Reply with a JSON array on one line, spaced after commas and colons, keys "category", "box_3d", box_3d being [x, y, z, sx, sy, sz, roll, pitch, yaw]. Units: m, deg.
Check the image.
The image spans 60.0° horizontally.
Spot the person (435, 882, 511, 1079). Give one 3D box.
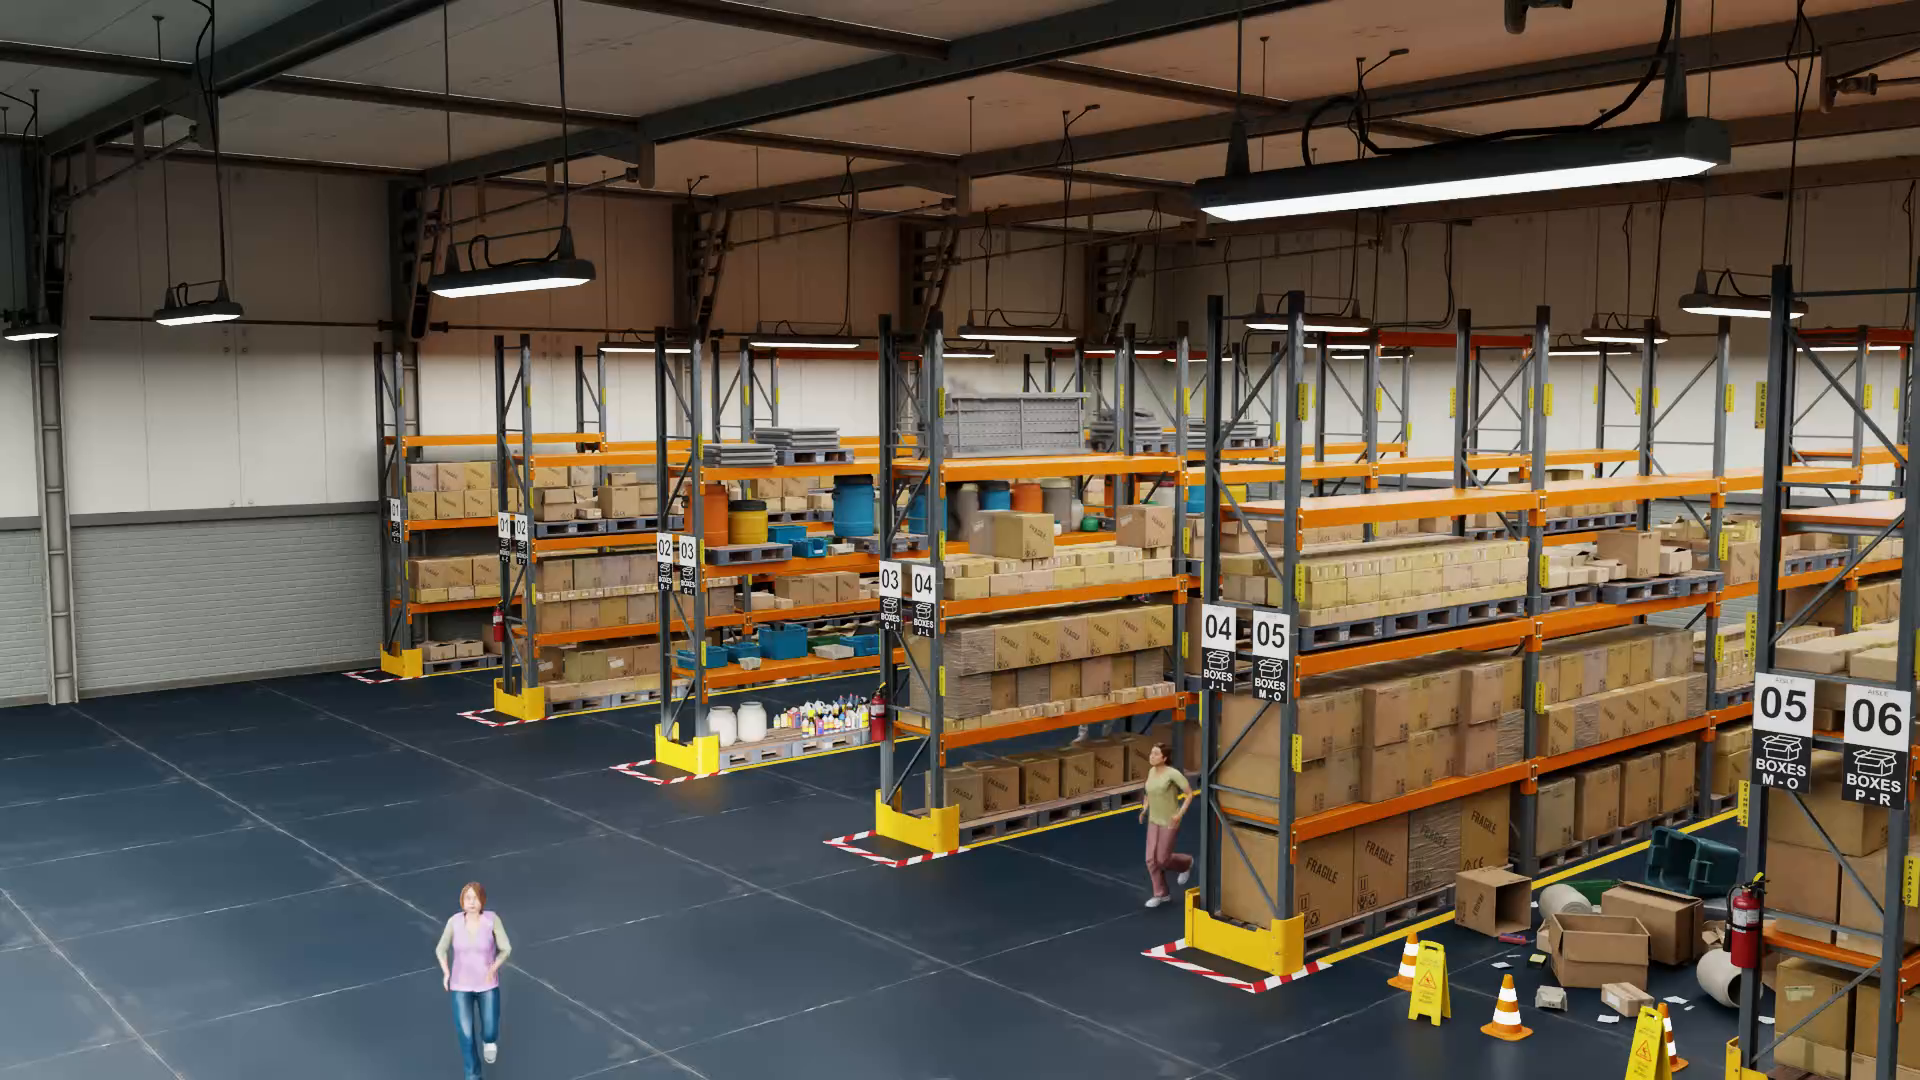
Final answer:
[{"category": "person", "box_3d": [-3.583, 3.286, 12.255, 0.540, 1.534, 0.637, -1, 5, -13]}]

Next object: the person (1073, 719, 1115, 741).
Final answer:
[{"category": "person", "box_3d": [1.817, 1.914, 23.023, 0.728, 1.764, 0.663, -5, 7, -43]}]

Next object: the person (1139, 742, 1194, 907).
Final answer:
[{"category": "person", "box_3d": [2.119, 2.837, 16.729, 0.626, 1.652, 0.586, -5, 7, -41]}]
